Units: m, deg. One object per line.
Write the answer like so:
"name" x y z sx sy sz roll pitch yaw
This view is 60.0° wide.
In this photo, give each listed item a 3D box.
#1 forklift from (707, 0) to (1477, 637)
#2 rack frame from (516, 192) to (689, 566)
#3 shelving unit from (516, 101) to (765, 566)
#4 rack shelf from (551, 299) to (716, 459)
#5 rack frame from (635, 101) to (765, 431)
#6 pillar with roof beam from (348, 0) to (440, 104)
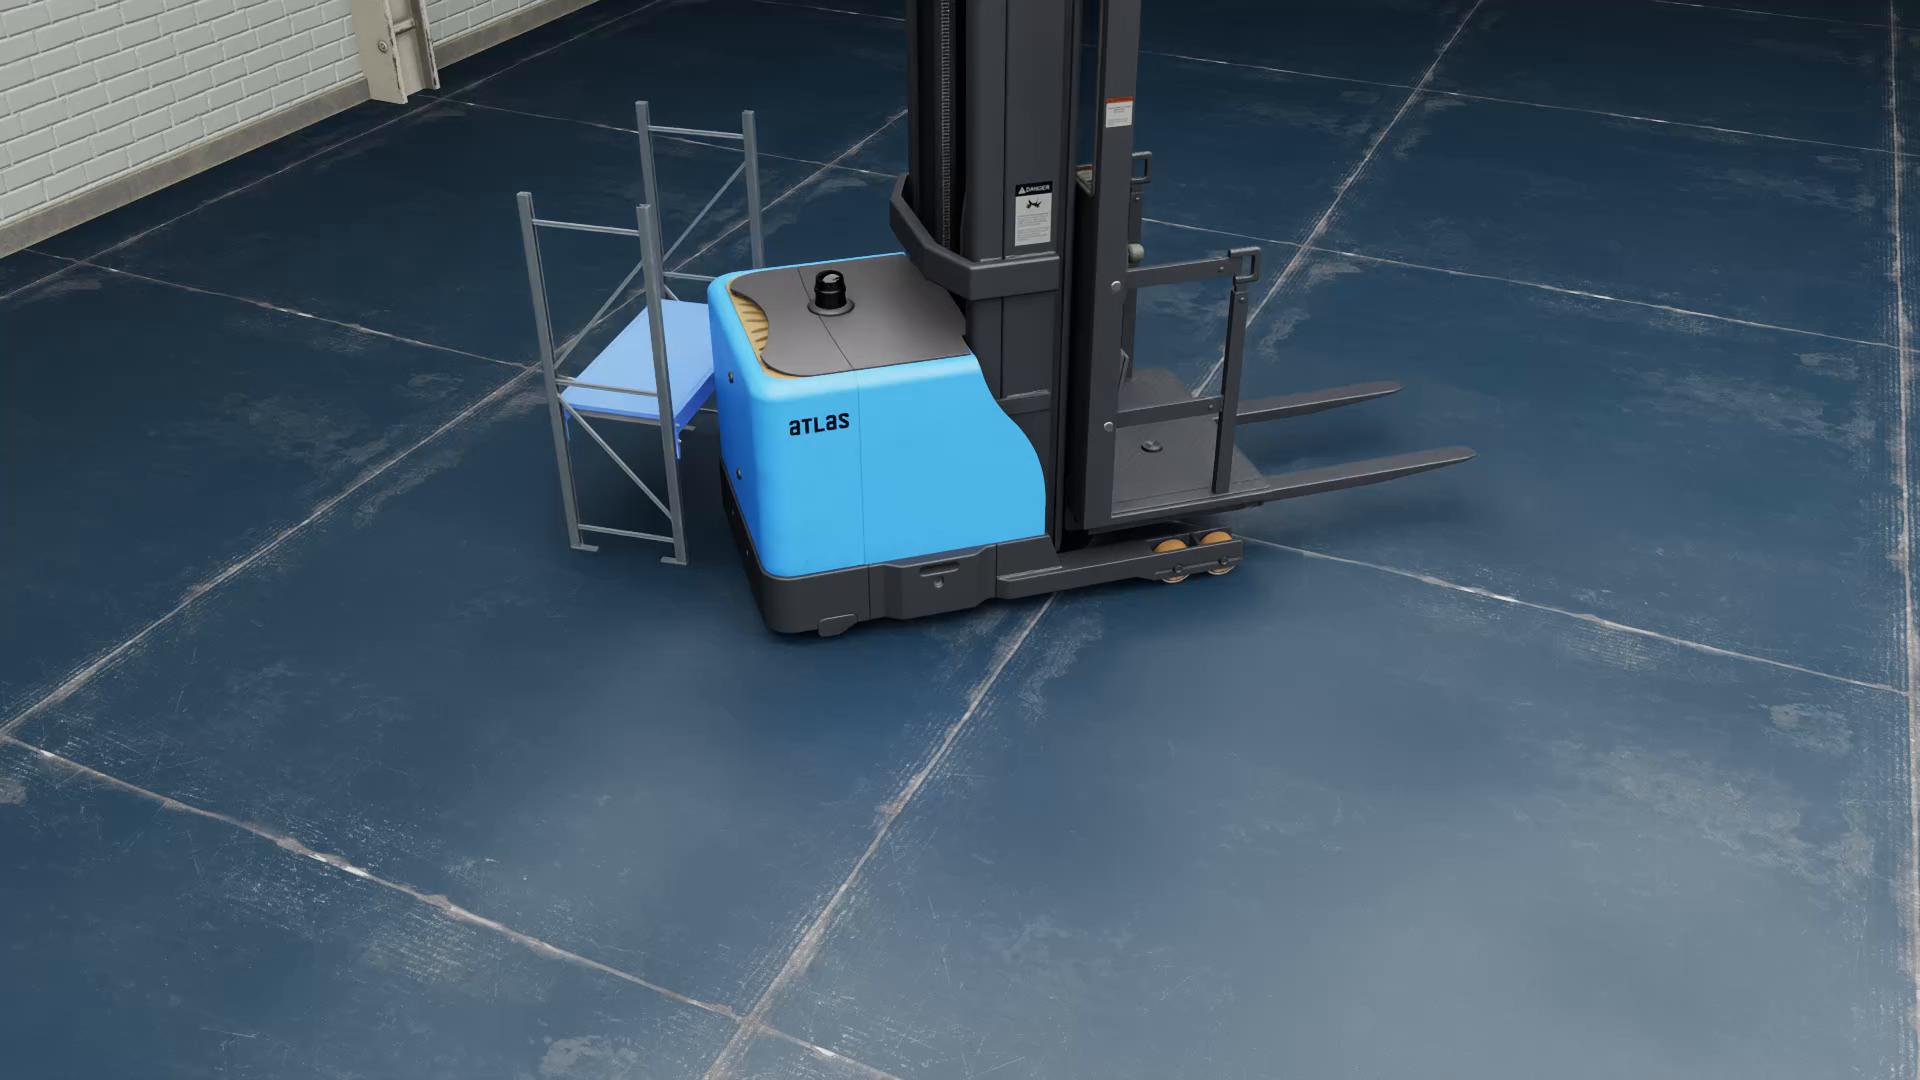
"forklift" 0.600 -1.326 6.099 3.031 2.935 1.130 -10 34 -14
"rack frame" -1.322 -0.566 6.246 0.500 1.500 0.032 8 34 12
"shelving unit" -1.193 -0.836 6.657 0.538 1.500 1.048 8 34 12
"rack shelf" -1.193 -0.685 6.755 0.538 0.185 1.000 8 34 12
"rack frame" -1.063 -1.105 7.068 0.500 1.500 0.032 8 34 12
"pillar with roof beam" 0.085 -5.856 7.474 9.100 9.000 0.400 14 36 20
